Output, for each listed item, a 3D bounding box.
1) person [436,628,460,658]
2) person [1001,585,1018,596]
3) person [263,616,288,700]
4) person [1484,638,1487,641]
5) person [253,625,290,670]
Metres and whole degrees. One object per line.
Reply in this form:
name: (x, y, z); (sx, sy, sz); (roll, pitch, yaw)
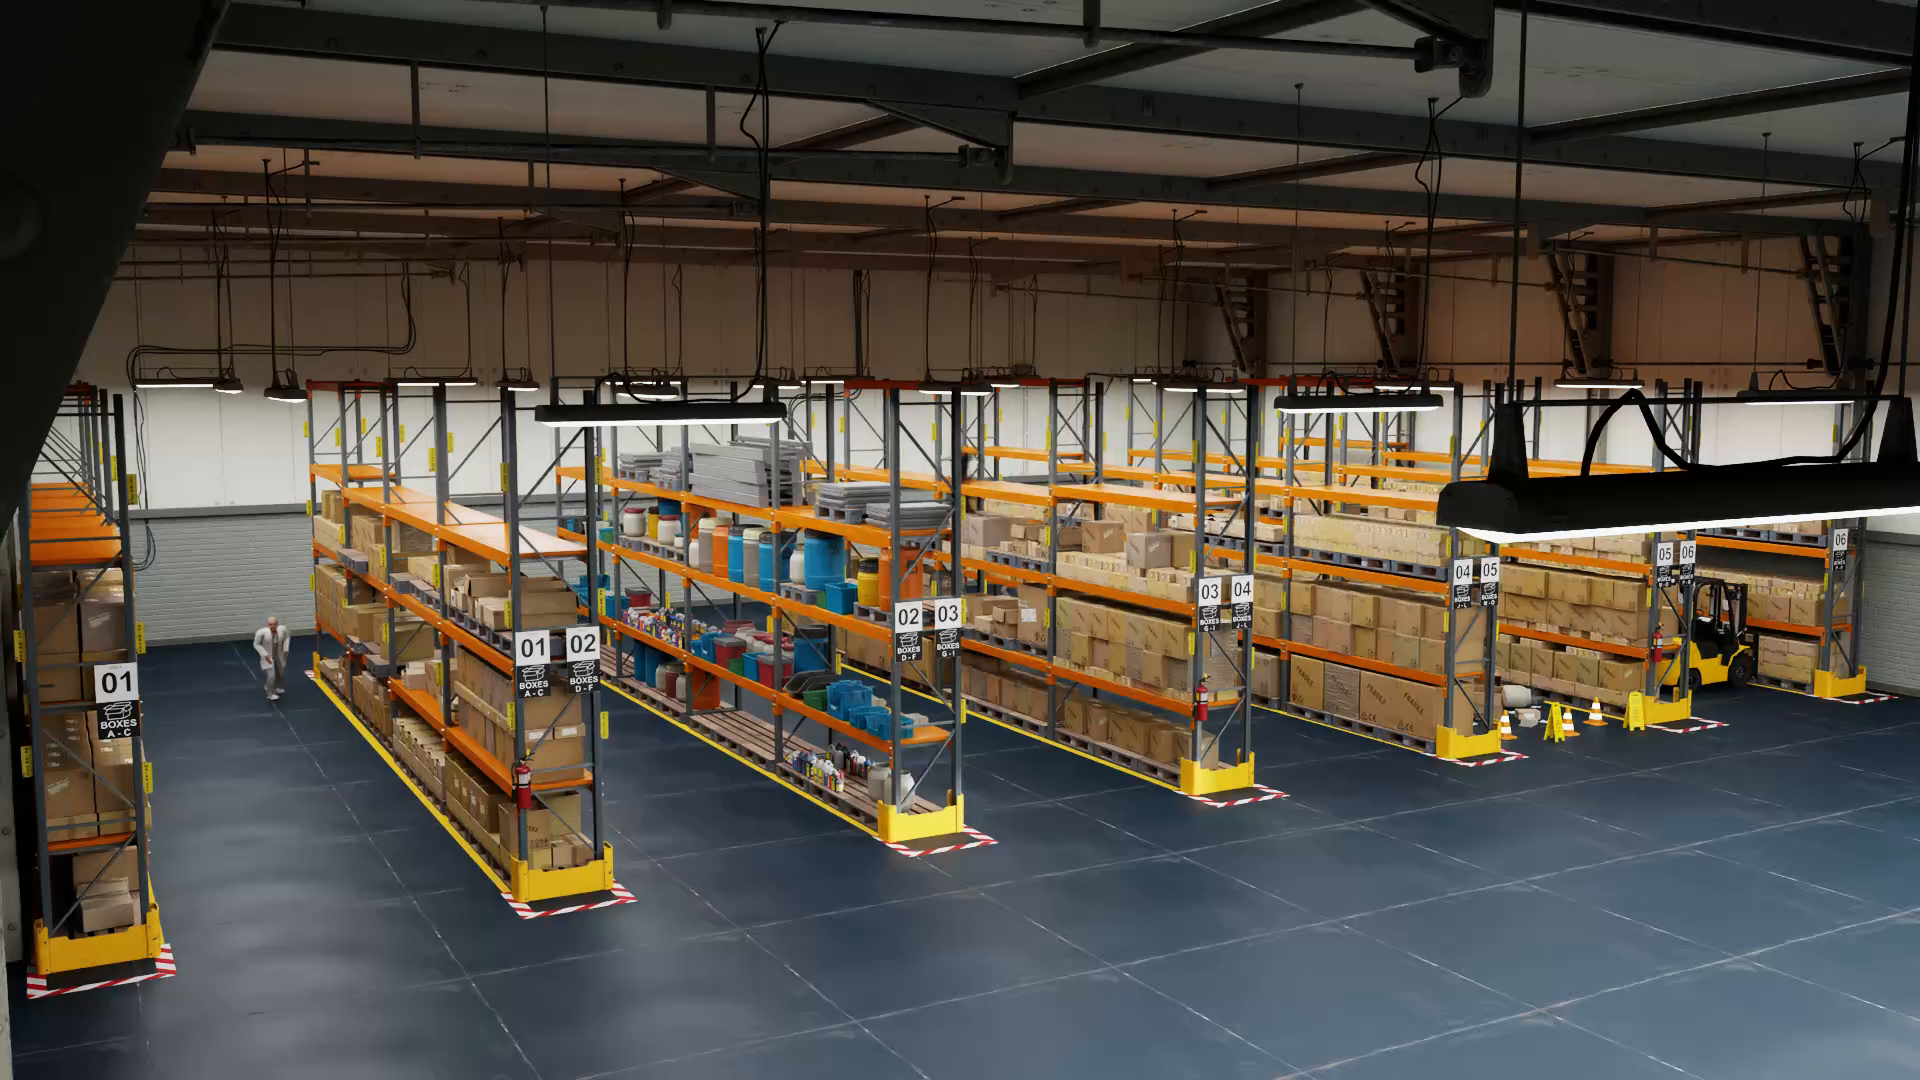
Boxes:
person: (-10.114, 1.987, 32.900); (0.534, 1.739, 0.862); (-4, 7, -30)
person: (1.329, 0.970, 42.538); (0.832, 1.747, 0.592); (-4, 7, -35)
person: (-12.955, 2.197, 31.278); (0.877, 1.623, 0.687); (5, 8, 42)
person: (11.254, 1.675, 36.106); (0.575, 1.622, 0.866); (-4, 7, -33)
person: (-4.592, 1.518, 38.316); (9.652, 1.505, 20.793); (3, 7, 25)
